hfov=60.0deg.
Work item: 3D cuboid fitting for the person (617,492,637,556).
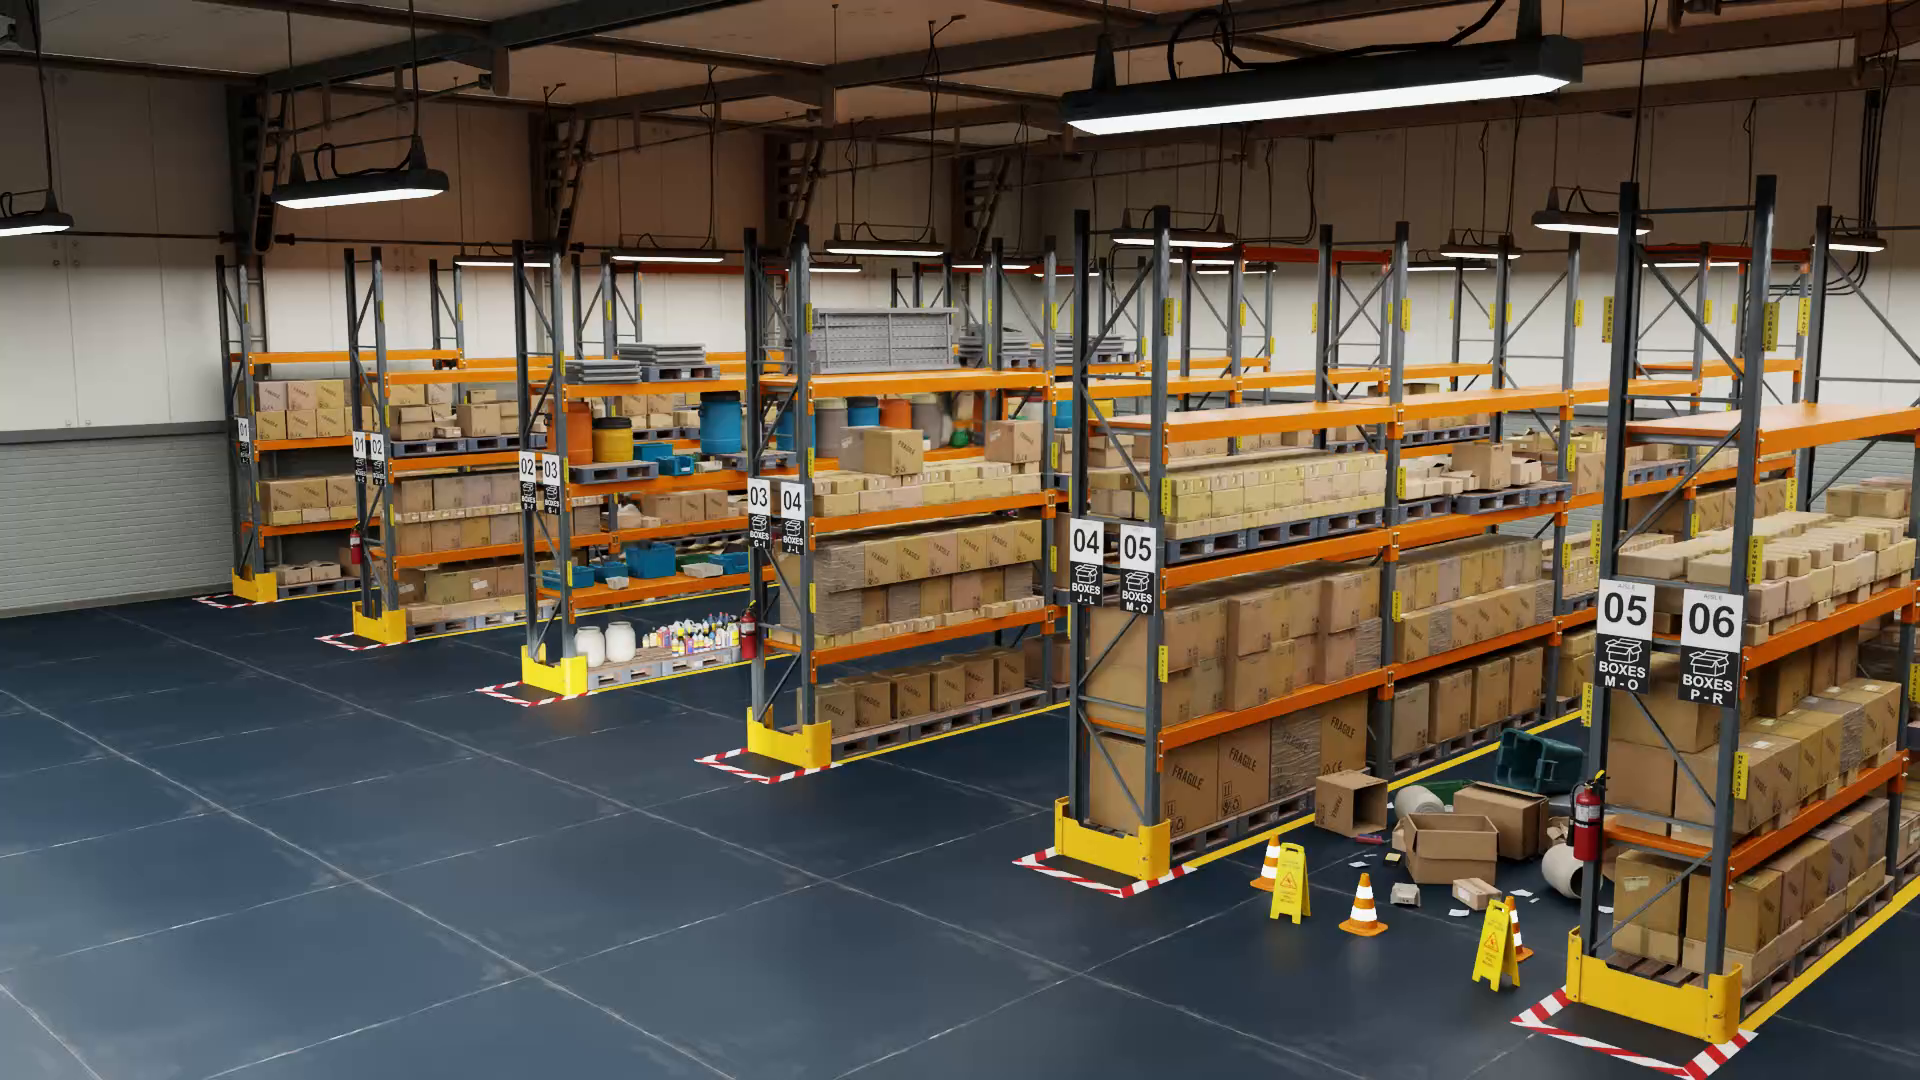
[{"bbox_3d":[-6.150,-0.059,30.637,0.683,1.790,0.985,8,11,43],"label":"person"}]
